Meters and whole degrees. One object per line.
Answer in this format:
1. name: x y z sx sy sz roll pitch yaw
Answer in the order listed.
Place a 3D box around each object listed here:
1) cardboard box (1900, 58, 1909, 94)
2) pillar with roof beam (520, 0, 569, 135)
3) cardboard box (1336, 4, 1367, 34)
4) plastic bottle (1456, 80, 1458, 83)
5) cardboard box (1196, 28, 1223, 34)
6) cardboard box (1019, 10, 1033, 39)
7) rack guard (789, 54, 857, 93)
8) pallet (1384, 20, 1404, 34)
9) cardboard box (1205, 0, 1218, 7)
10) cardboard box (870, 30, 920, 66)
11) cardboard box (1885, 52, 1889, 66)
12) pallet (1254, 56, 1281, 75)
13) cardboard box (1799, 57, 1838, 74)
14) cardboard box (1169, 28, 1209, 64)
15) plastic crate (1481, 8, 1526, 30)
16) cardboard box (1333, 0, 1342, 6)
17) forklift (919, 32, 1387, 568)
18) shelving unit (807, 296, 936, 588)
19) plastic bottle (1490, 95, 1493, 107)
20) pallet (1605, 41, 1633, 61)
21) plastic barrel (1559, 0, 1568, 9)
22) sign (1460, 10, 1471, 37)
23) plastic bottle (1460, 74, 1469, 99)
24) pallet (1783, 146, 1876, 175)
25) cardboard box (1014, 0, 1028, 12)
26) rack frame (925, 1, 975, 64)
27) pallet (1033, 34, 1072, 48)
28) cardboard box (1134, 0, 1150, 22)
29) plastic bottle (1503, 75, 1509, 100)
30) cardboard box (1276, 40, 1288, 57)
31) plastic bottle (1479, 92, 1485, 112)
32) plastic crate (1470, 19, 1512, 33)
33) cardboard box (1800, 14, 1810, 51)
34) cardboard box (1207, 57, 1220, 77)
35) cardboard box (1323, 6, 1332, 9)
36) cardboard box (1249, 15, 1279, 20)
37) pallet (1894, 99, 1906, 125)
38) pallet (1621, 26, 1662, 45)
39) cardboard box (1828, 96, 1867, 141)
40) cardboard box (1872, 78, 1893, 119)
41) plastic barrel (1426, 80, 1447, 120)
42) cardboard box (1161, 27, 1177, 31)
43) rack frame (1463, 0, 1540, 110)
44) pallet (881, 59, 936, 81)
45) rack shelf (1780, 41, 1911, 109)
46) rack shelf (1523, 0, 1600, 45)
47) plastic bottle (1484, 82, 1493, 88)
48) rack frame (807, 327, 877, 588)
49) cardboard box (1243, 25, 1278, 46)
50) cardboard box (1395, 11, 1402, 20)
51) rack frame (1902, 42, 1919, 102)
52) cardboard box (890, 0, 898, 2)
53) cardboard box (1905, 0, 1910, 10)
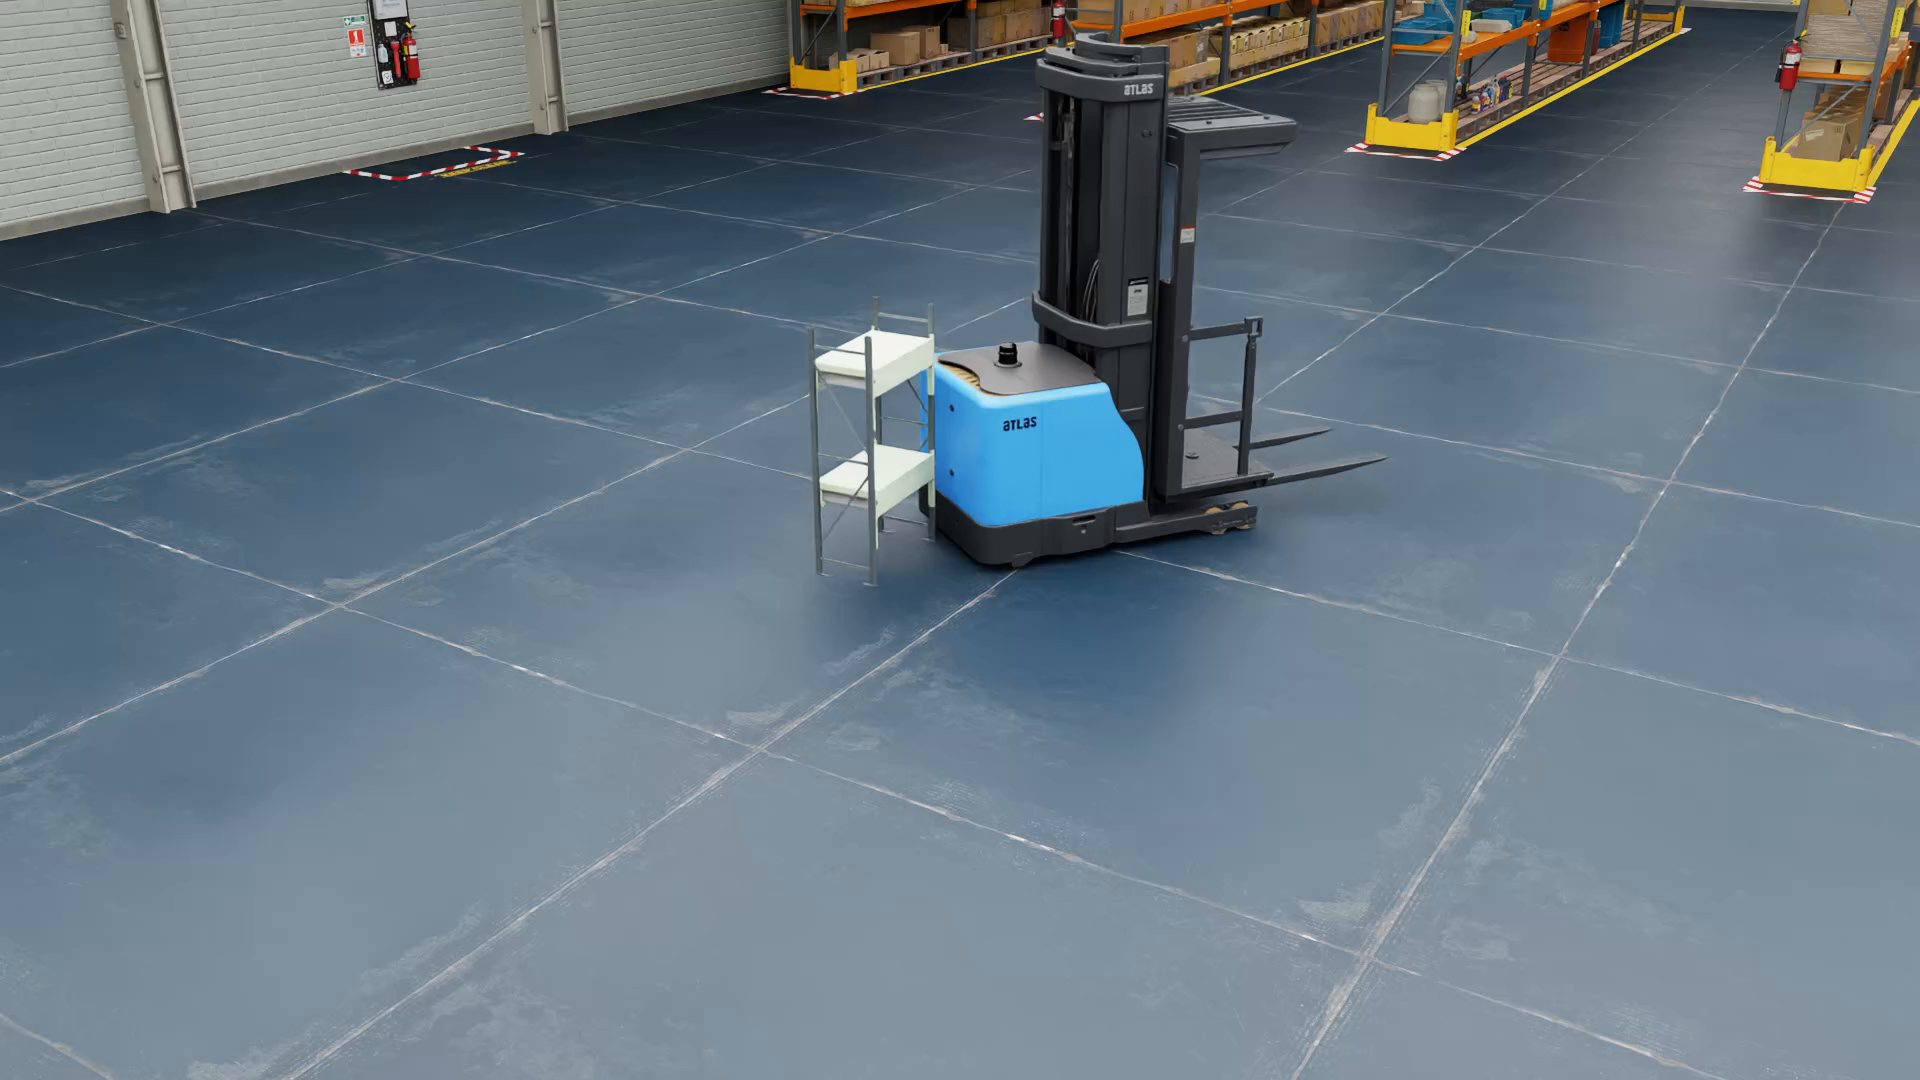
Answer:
1. cardboard box: 14.216 -7.205 25.711 0.700 0.500 0.500 12 26 26
2. pillar with roof beam: -2.165 -9.038 19.801 9.100 9.000 0.400 14 27 29
3. cardboard box: 7.699 -10.302 32.865 0.500 0.500 0.500 14 27 30
4. plastic bottle: 7.457 -6.870 25.124 0.144 0.351 0.185 15 27 30
5. cardboard box: 4.268 -8.670 28.729 0.500 0.311 0.500 15 27 30
6. cardboard box: 0.984 -9.973 32.104 0.700 0.500 0.500 14 27 29
7. rack guard: -2.252 -7.674 27.346 1.175 0.500 0.348 14 27 29
8. pallet: 8.612 -10.760 34.840 1.003 0.211 1.213 14 27 29
9. cardboard box: 3.800 -9.003 27.145 0.700 0.500 0.500 13 27 28
10. cardboard box: -1.120 -8.494 28.688 0.700 0.500 0.500 12 26 26
11. cardboard box: 11.230 -5.945 20.524 0.380 0.149 0.250 14 27 29
12. pallet: 5.027 -8.499 29.616 1.003 0.211 1.213 14 27 29
13. cardboard box: 10.308 -5.705 19.969 0.380 0.149 0.250 14 27 29
14. cardboard box: 3.696 -8.015 26.976 0.500 0.500 0.500 14 27 29
15. plastic crate: 7.882 -7.570 24.149 0.499 0.251 0.616 14 27 29
16. cardboard box: 7.259 -10.758 32.973 0.500 0.250 0.500 14 27 29
17. forklift: 1.301 -1.557 10.158 3.031 2.935 1.130 -10 25 -22
18. shelving unit: -0.498 -0.580 9.701 0.431 1.500 0.755 11 26 24
19. plastic bottle: 7.740 -6.436 24.309 0.097 0.201 0.097 0 23 0
20. pallet: 12.012 -9.238 31.323 1.003 0.211 1.213 14 27 29
21. plastic barrel: 9.541 -8.802 26.635 0.433 0.535 0.433 0 23 0
22. sign: 6.590 -6.729 21.670 0.100 0.325 0.005 14 27 29
23. plastic bottle: 7.579 -6.840 25.054 0.144 0.351 0.185 14 27 29
24. pallet: 10.831 -4.694 20.827 1.003 0.211 1.213 14 27 29
25. cardboard box: 0.972 -10.286 31.884 0.500 0.250 0.500 14 27 29
26. rack frame: -0.182 -10.145 29.909 1.000 3.000 0.127 14 27 29
27. pallet: 1.515 -9.952 32.973 1.003 0.211 1.213 14 27 29
28. cardboard box: 2.449 -8.137 25.145 0.700 0.500 0.500 15 27 30
29. plastic bottle: 8.140 -6.777 24.911 0.144 0.351 0.185 13 27 28
30. cardboard box: 5.532 -8.817 29.773 0.500 0.250 0.500 15 27 30
31. plastic bottle: 7.481 -6.293 23.877 0.061 0.283 0.133 14 27 30
32. plastic crate: 7.594 -7.347 23.777 0.530 0.136 0.437 14 27 29
33. cardboard box: 10.808 -6.237 20.382 0.875 0.500 0.500 14 27 29
34. cardboard box: 3.970 -7.837 27.510 0.500 0.250 0.500 14 27 29
35. cardboard box: 6.977 -10.231 32.700 0.500 0.500 0.500 13 26 27
36. cardboard box: 5.613 -9.531 30.718 0.500 0.311 0.500 15 28 31
37. pallet: 13.495 -6.428 24.832 1.003 0.211 1.213 14 27 29
38. pallet: 13.452 -10.159 33.451 1.003 0.211 1.213 14 27 29
39. cardboard box: 11.641 -5.529 21.864 0.500 0.500 0.500 11 26 24
40. cardboard box: 12.785 -6.288 23.593 0.700 0.500 0.500 12 26 25
41. plastic barrel: 6.672 -6.177 23.346 0.421 0.512 0.421 0 23 0
42. cardboard box: 3.261 -8.122 27.224 0.500 0.500 0.500 14 27 29
43. rack frame: 8.235 -8.069 25.113 1.000 3.000 0.127 14 27 29
44. pallet: -1.149 -8.218 28.967 1.003 0.211 1.213 14 27 29
45. rack shelf: 11.388 -6.026 21.299 1.077 0.370 4.000 14 27 29
46. rack shelf: 9.290 -8.414 26.816 1.077 0.370 4.000 14 27 29
47. plastic bottle: 7.900 -6.701 24.828 0.152 0.276 0.135 14 27 29
48. rack frame: -0.663 -0.450 9.401 0.400 1.500 0.023 11 26 24
49. cardboard box: 5.268 -8.903 29.266 0.500 0.311 0.500 15 27 30
50. cardboard box: 9.102 -11.100 35.128 0.380 0.166 0.250 14 27 29
51. rack frame: 14.553 -8.381 25.834 1.000 3.000 0.127 14 27 29
52. cardboard box: -1.229 -9.182 27.849 0.500 0.250 0.500 13 27 28
53. cardboard box: 11.387 -6.787 20.393 0.500 0.500 0.500 14 27 29
